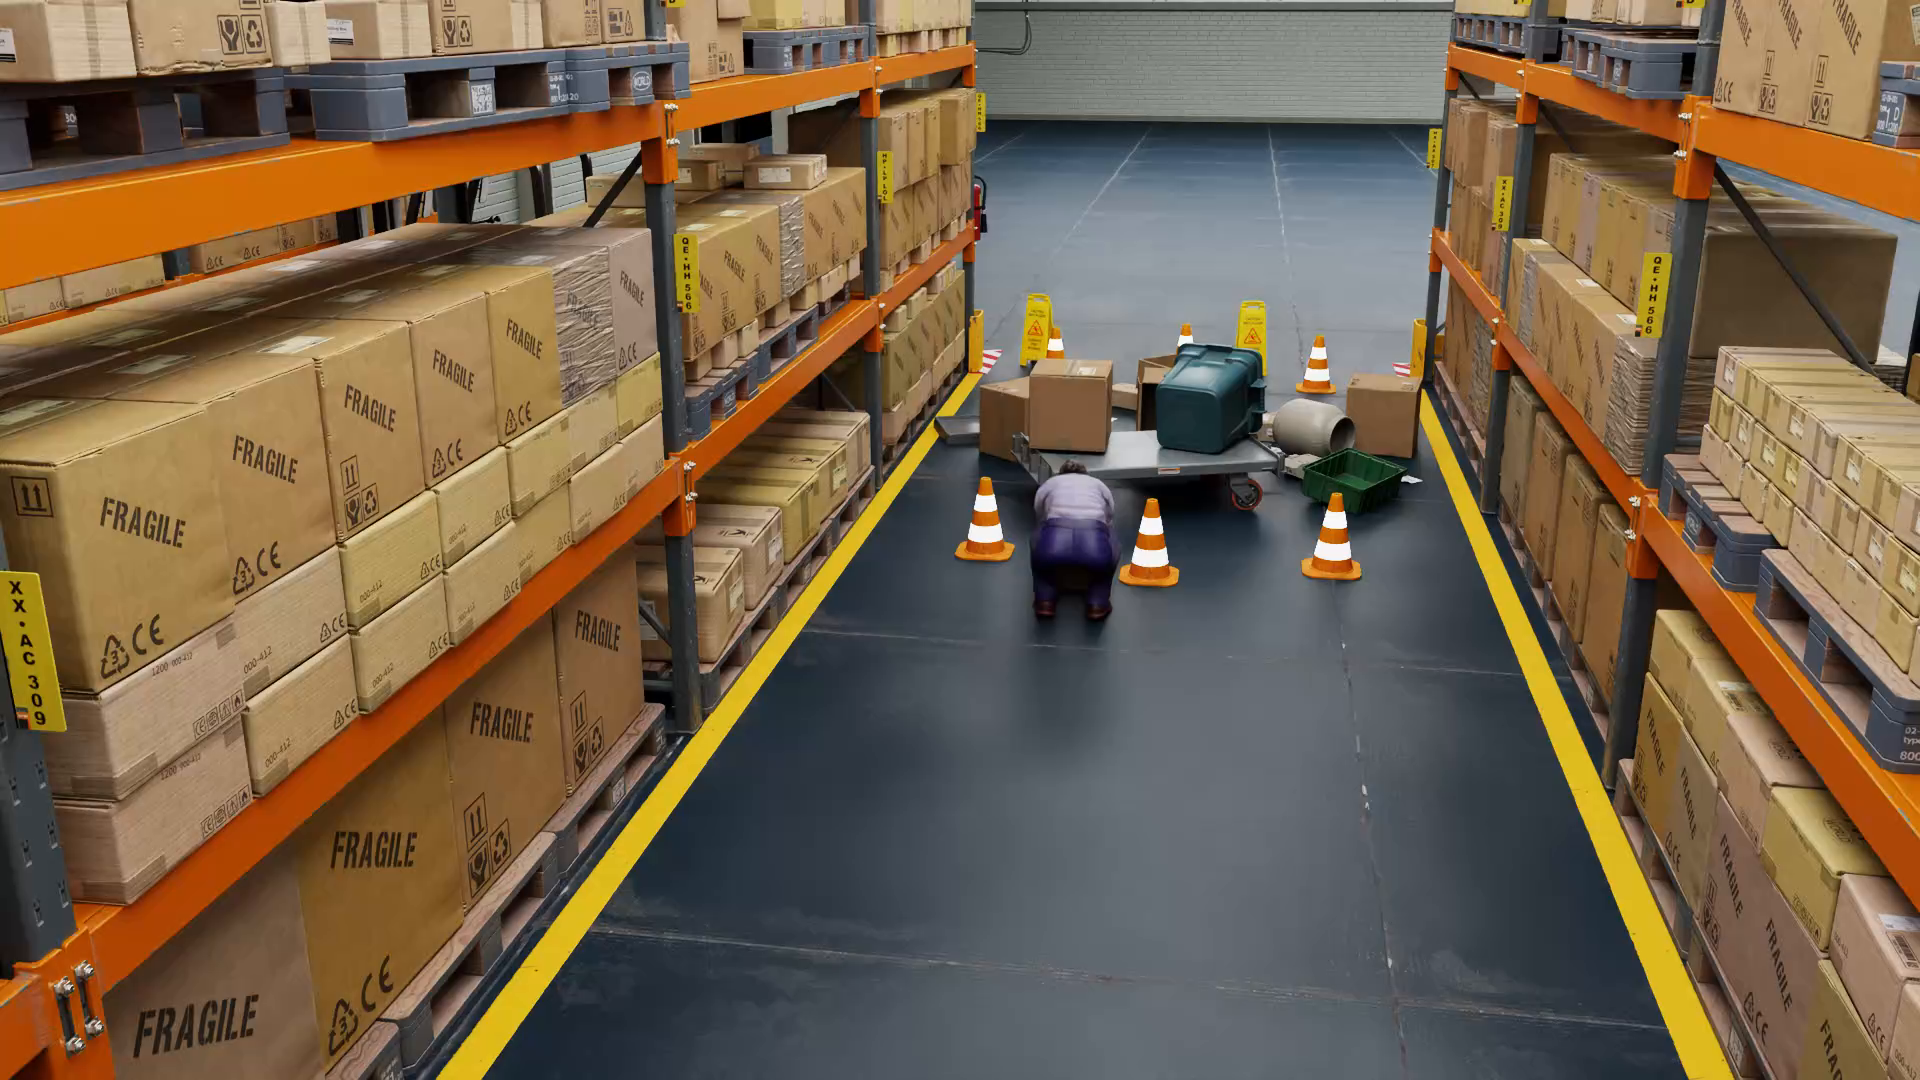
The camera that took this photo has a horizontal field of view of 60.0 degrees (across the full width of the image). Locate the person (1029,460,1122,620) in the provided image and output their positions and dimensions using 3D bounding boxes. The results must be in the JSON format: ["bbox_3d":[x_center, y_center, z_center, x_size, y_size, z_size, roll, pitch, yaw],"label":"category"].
[{"bbox_3d":[0.625,0.013,9.080,0.515,0.773,0.871,2,18,8],"label":"person"}]
